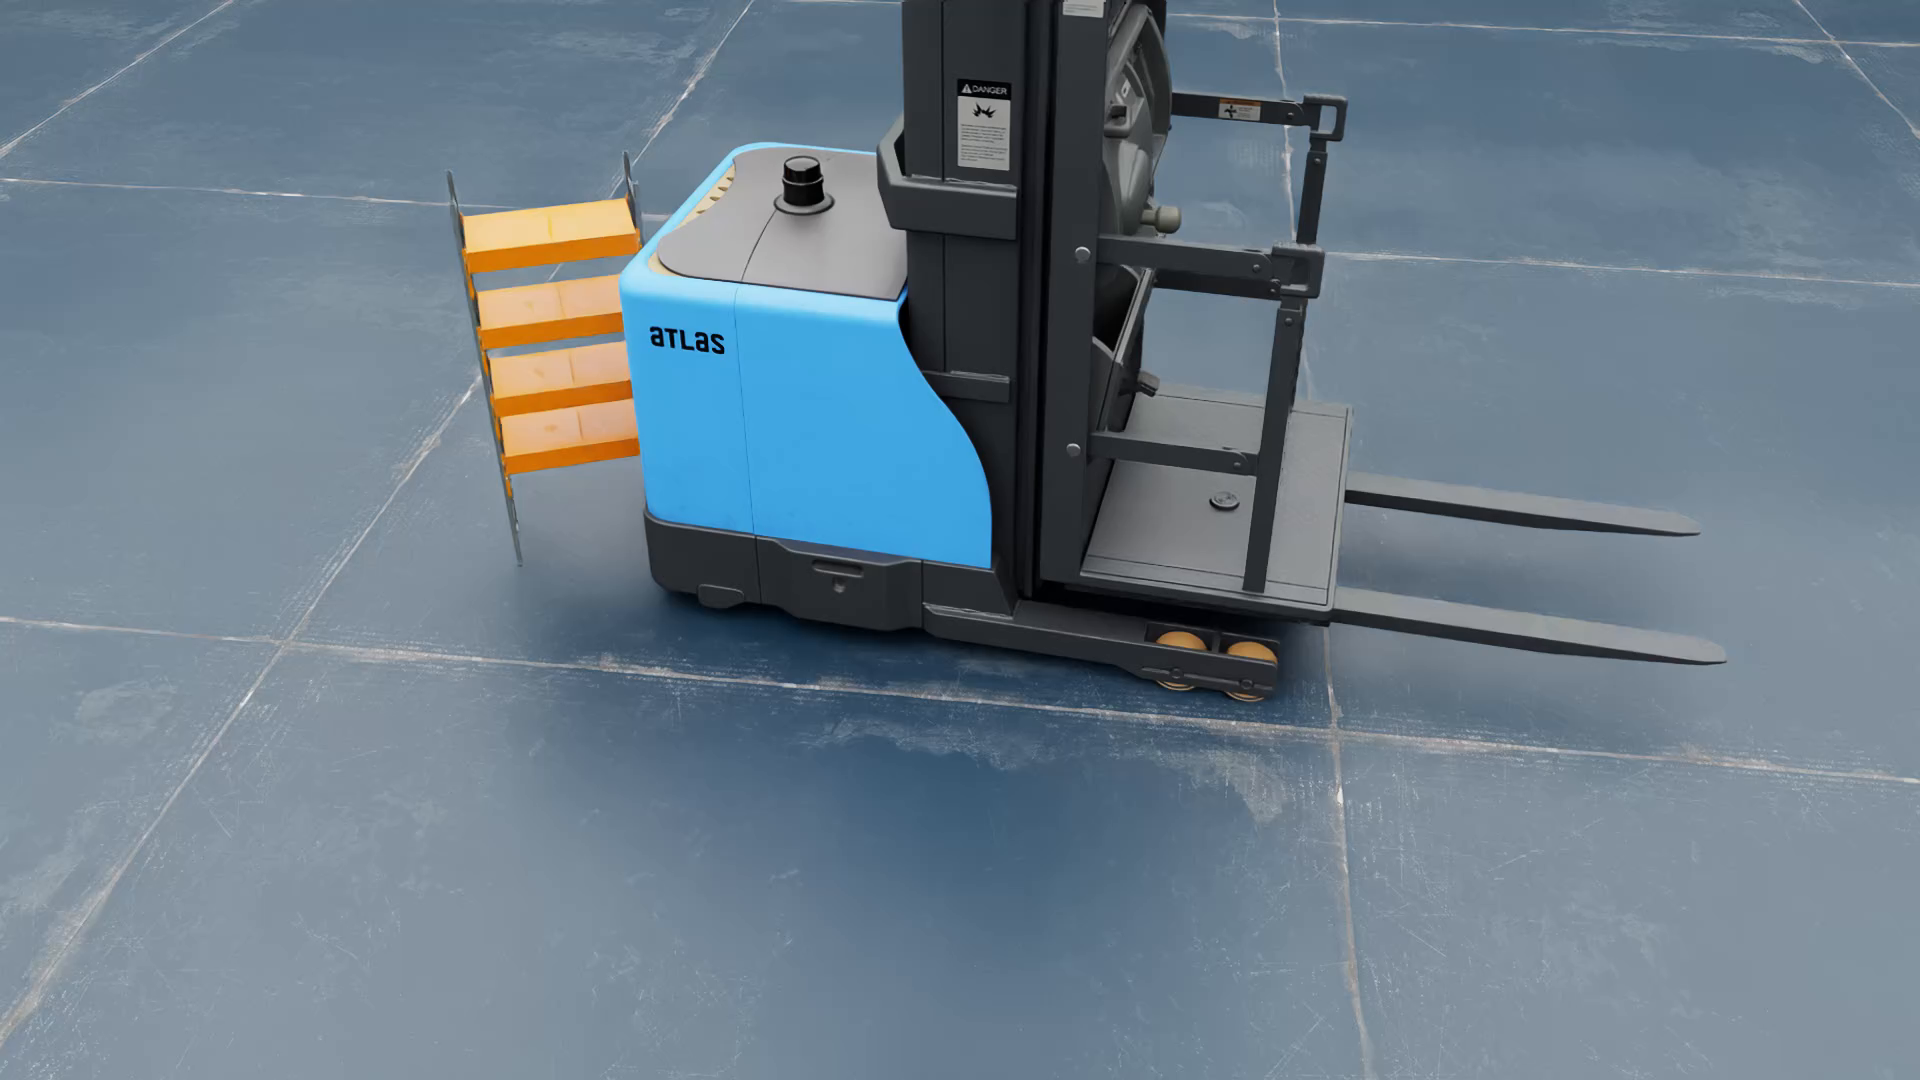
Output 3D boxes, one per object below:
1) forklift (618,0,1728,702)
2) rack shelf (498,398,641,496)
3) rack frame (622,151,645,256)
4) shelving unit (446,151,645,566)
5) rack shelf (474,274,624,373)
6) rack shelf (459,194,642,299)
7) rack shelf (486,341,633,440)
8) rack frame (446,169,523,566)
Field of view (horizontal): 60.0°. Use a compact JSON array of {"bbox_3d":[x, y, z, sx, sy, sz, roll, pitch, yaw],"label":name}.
[{"bbox_3d":[0.647,-1.086,4.248,3.031,2.935,1.130,8,36,11],"label":"forklift"},{"bbox_3d":[-1.157,-0.298,5.093,0.480,0.148,0.258,-9,37,-13],"label":"rack shelf"},{"bbox_3d":[-0.922,-0.554,4.993,0.015,1.200,0.240,-9,37,-13],"label":"rack frame"},{"bbox_3d":[-1.157,-0.515,4.938,0.503,1.200,0.258,-9,37,-13],"label":"shelving unit"},{"bbox_3d":[-1.157,-0.642,4.847,0.480,0.148,0.258,-9,37,-13],"label":"rack shelf"},{"bbox_3d":[-1.157,-0.834,4.710,0.480,0.148,0.258,-9,37,-13],"label":"rack shelf"},{"bbox_3d":[-1.157,-0.460,4.977,0.480,0.148,0.258,-9,37,-13],"label":"rack shelf"},{"bbox_3d":[-1.391,-0.475,4.883,0.015,1.200,0.240,-9,37,-13],"label":"rack frame"}]
